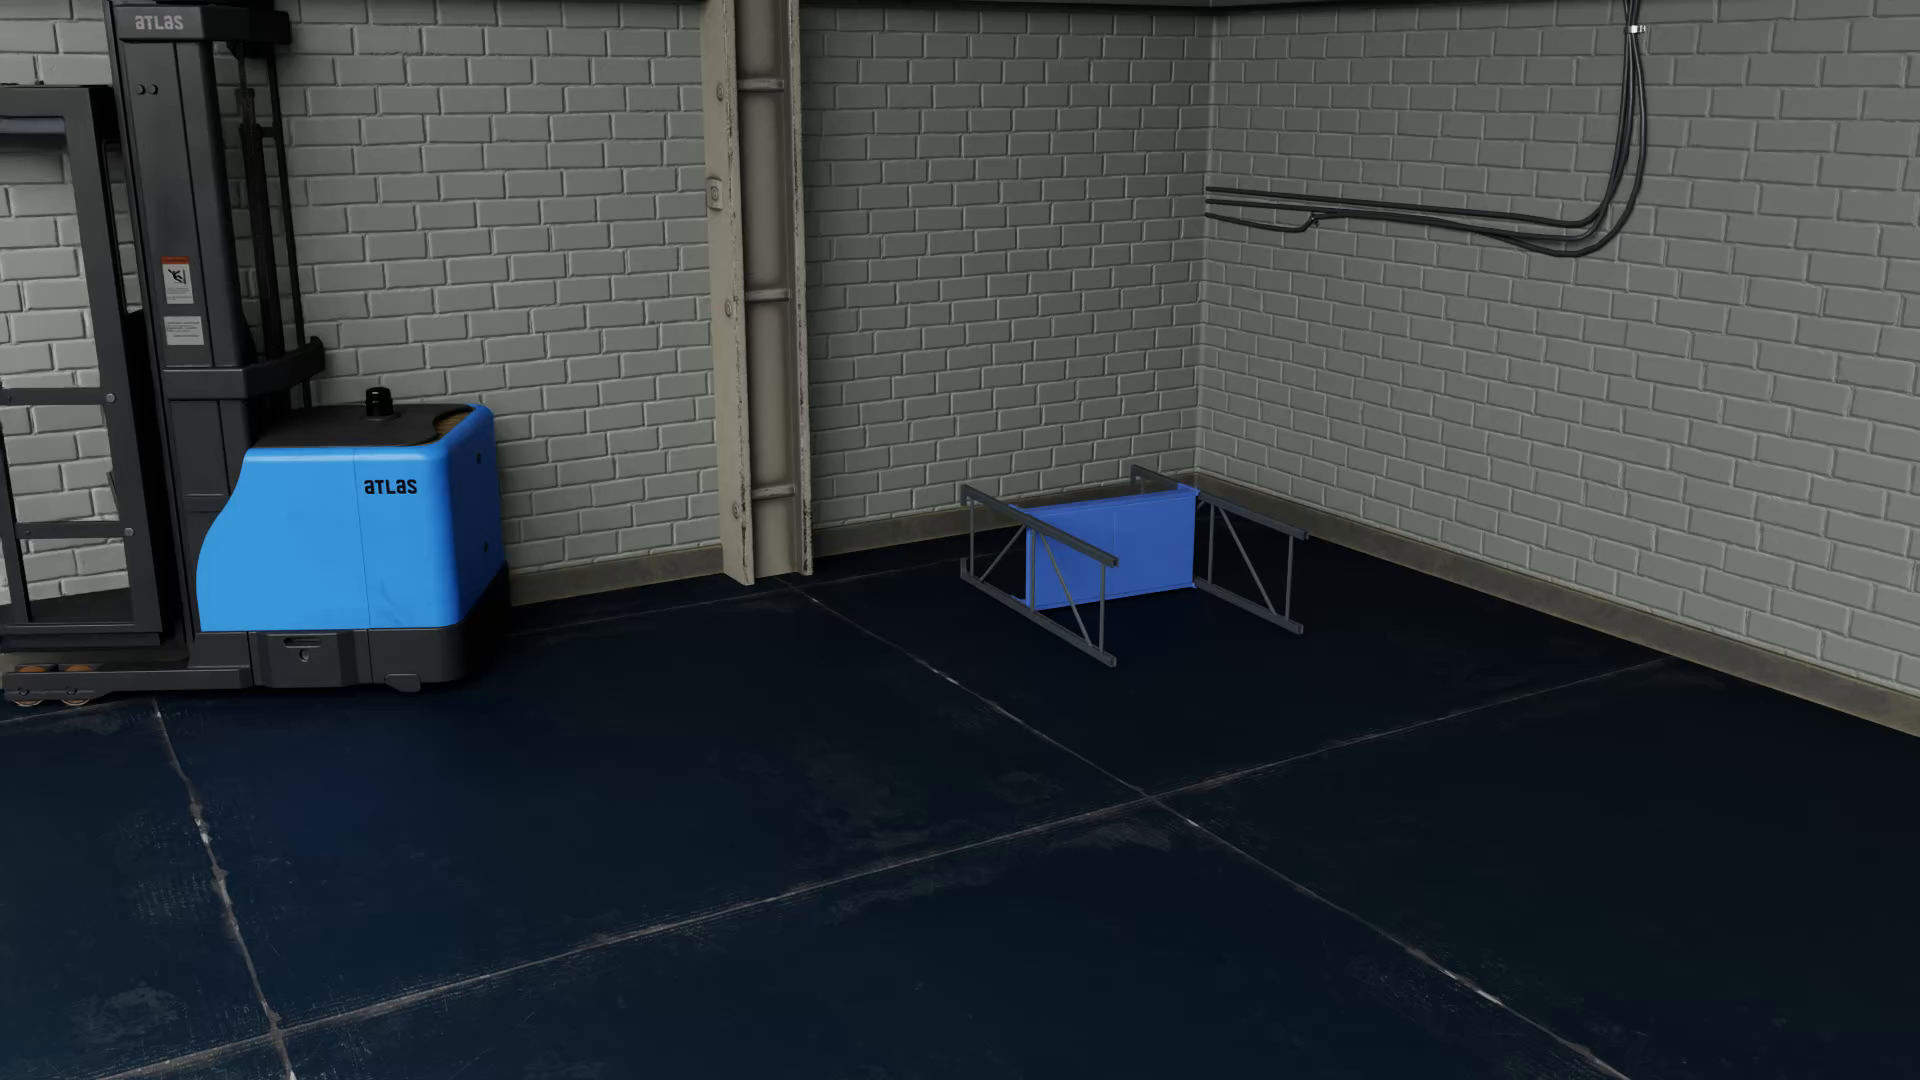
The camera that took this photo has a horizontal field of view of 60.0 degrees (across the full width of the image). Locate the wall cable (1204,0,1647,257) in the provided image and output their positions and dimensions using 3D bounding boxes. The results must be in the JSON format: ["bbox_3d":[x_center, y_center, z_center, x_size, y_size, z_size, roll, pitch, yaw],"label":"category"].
[{"bbox_3d":[2.188,-2.770,8.371,0.112,2.526,3.097,-9,18,-30],"label":"wall cable"}]

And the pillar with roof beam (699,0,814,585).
[{"bbox_3d":[1.199,-3.165,4.030,0.400,9.000,9.100,-9,18,-30],"label":"pillar with roof beam"}]

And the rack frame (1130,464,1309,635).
[{"bbox_3d":[1.259,0.018,8.348,0.032,0.500,1.500,-8,17,-25],"label":"rack frame"}]

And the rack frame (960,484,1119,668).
[{"bbox_3d":[0.346,0.139,7.918,0.032,0.500,1.500,-8,17,-25],"label":"rack frame"}]

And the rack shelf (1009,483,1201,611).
[{"bbox_3d":[0.723,0.035,8.289,1.000,0.538,0.185,-8,17,-25],"label":"rack shelf"}]

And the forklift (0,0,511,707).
[{"bbox_3d":[-3.629,-0.863,7.058,3.031,2.935,1.130,-1,16,-3],"label":"forklift"}]

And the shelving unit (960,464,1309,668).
[{"bbox_3d":[0.803,0.078,8.133,1.048,0.538,1.500,-8,17,-25],"label":"shelving unit"}]
